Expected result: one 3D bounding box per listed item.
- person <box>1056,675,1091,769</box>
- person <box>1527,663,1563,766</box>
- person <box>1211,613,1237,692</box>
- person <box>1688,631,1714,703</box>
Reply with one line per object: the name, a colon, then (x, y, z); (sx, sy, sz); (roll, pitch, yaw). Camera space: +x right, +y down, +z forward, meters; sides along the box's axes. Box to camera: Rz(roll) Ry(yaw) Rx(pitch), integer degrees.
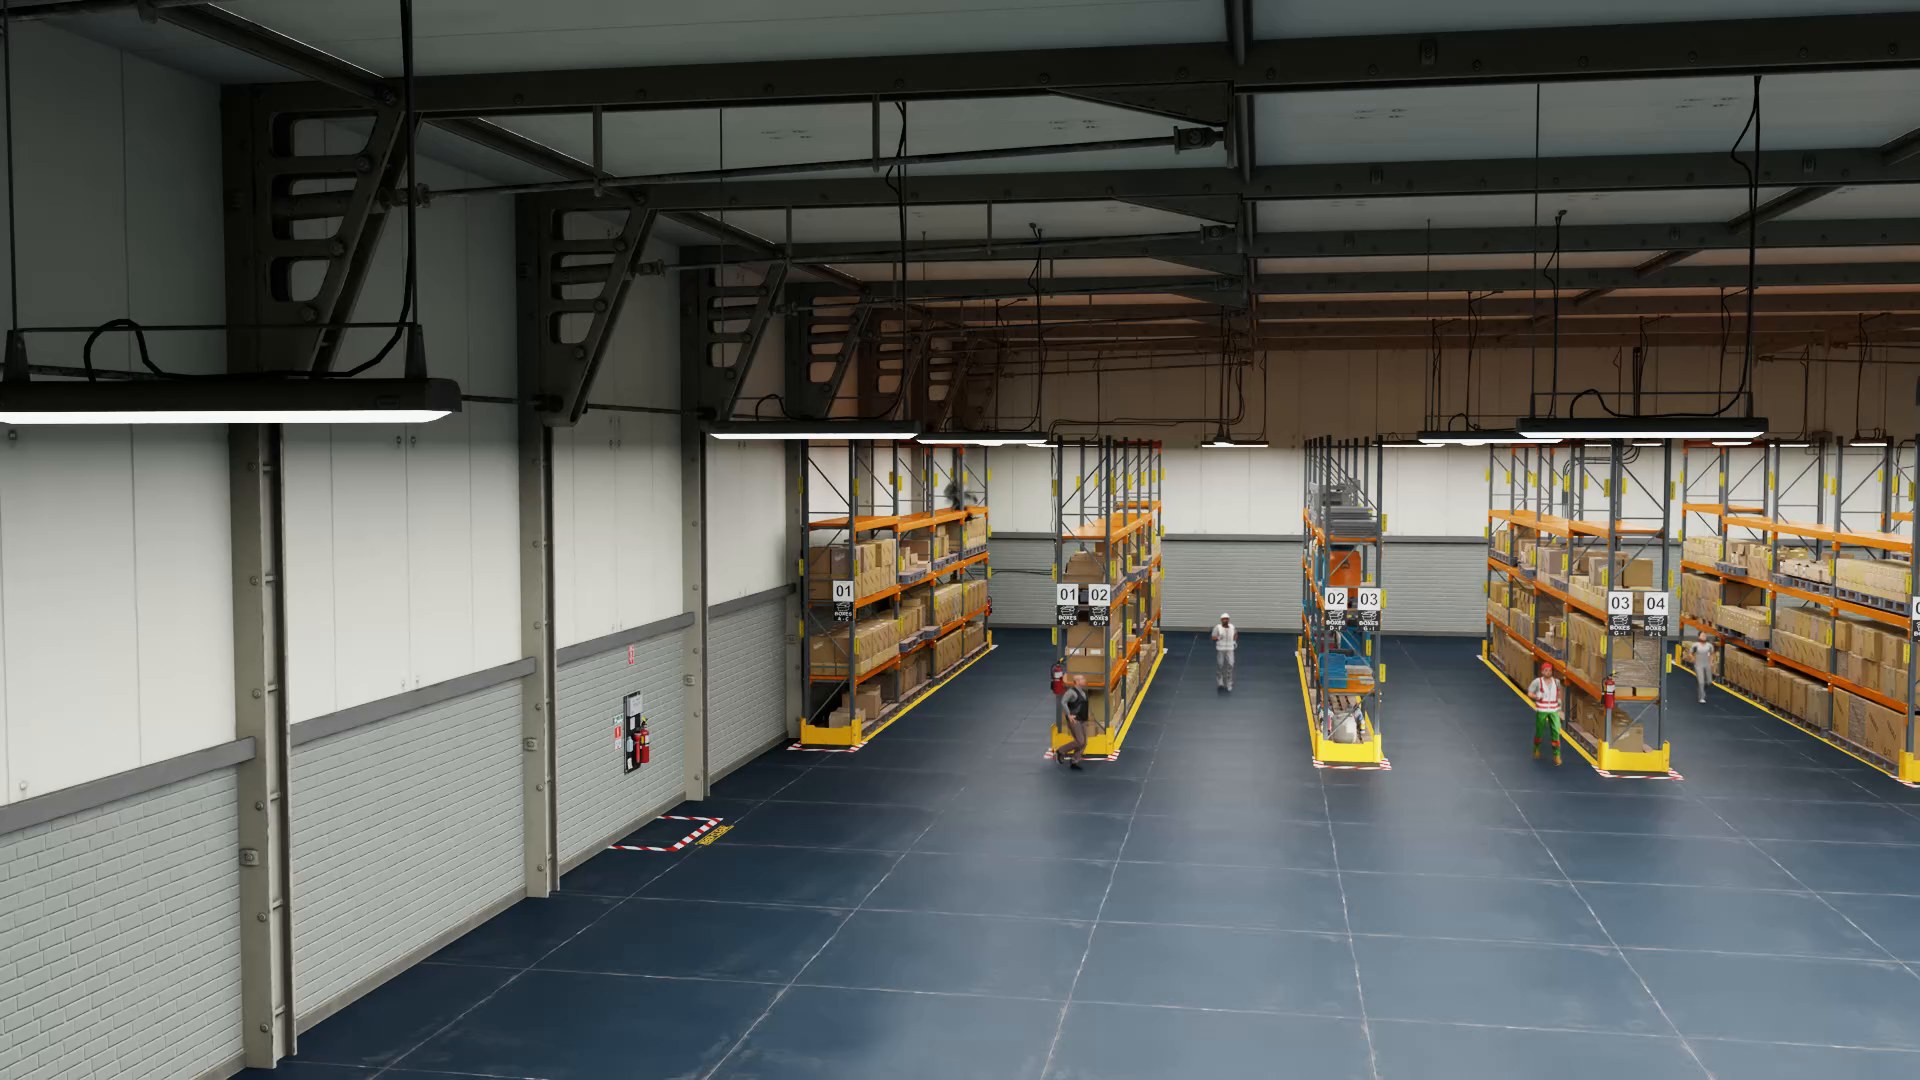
person: (2.096, 3.269, 30.048); (0.540, 1.675, 0.711); (2, 4, 34)
person: (10.714, 3.144, 30.406); (0.661, 1.807, 0.897); (0, 3, 5)
person: (6.337, 2.663, 39.763); (0.666, 1.824, 0.813); (0, 3, -1)
person: (16.824, 2.870, 37.711); (0.561, 1.619, 0.591); (1, 3, 10)
